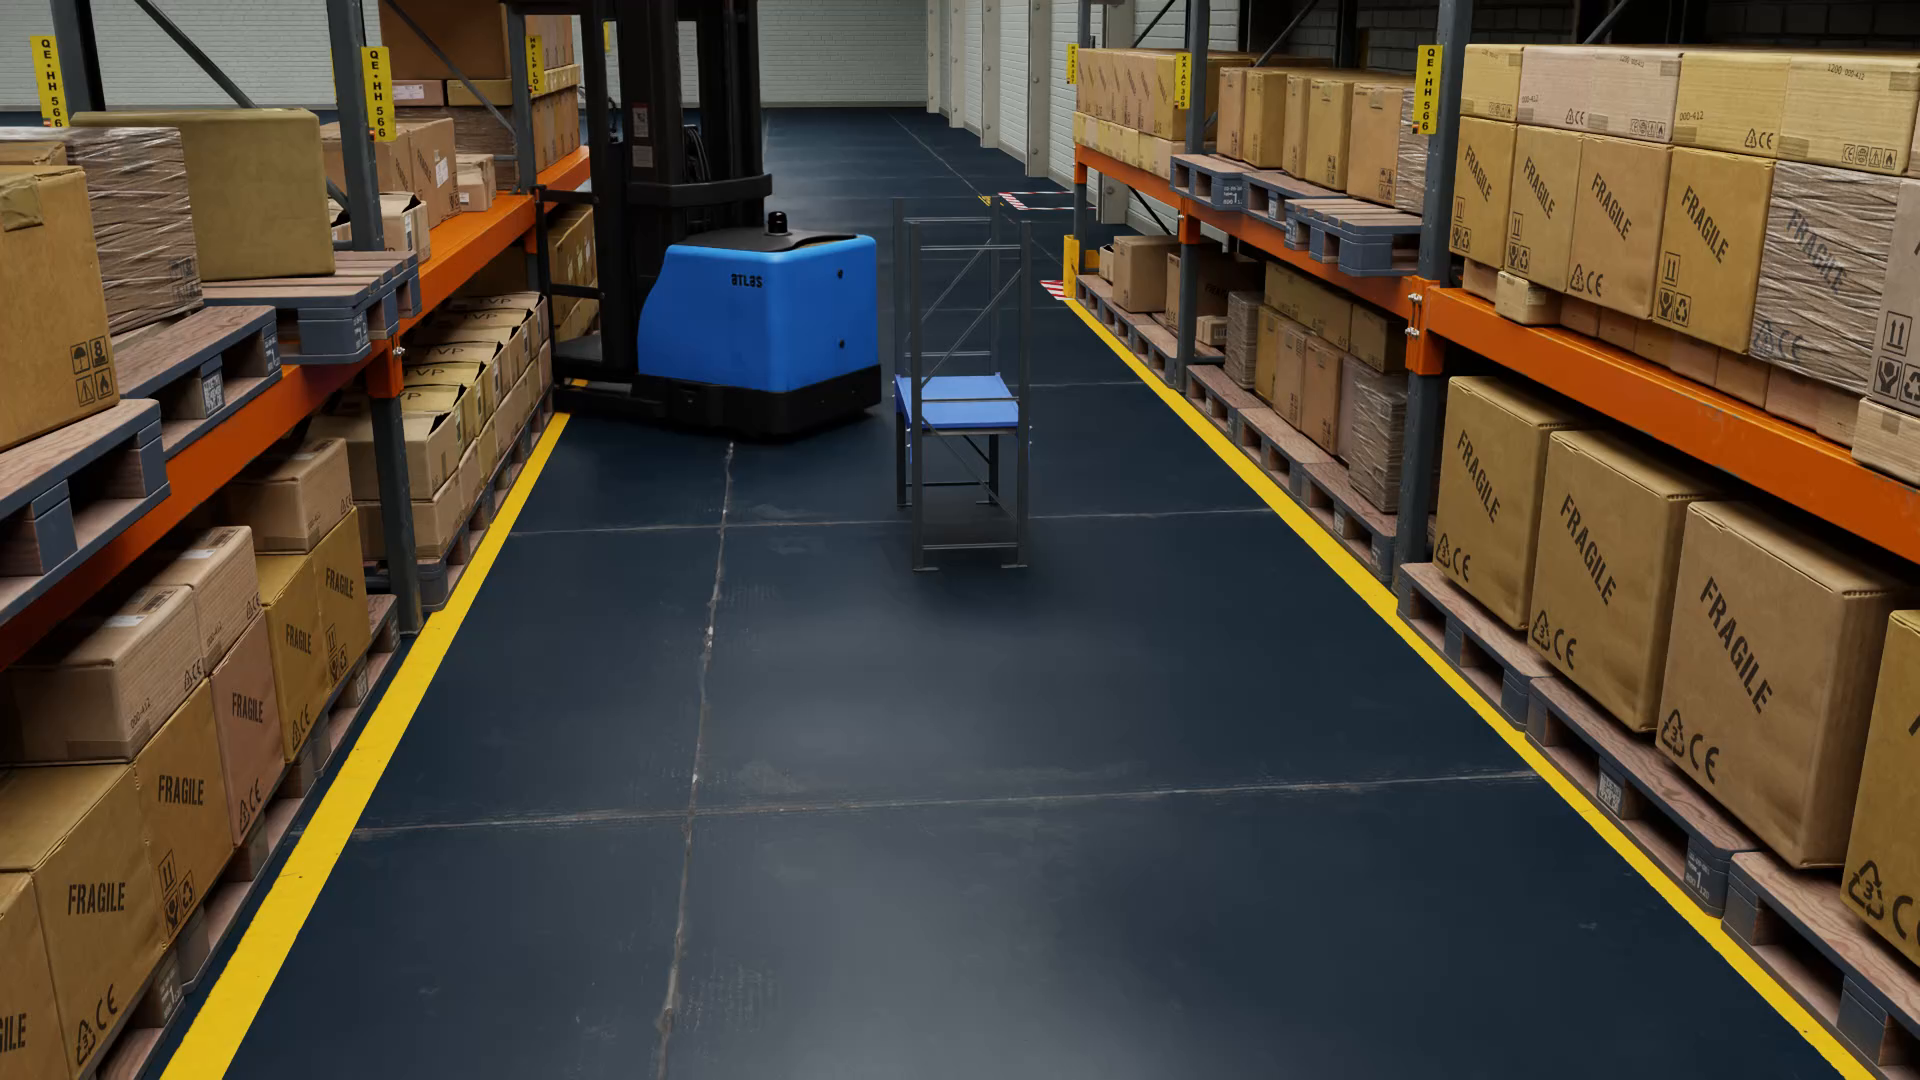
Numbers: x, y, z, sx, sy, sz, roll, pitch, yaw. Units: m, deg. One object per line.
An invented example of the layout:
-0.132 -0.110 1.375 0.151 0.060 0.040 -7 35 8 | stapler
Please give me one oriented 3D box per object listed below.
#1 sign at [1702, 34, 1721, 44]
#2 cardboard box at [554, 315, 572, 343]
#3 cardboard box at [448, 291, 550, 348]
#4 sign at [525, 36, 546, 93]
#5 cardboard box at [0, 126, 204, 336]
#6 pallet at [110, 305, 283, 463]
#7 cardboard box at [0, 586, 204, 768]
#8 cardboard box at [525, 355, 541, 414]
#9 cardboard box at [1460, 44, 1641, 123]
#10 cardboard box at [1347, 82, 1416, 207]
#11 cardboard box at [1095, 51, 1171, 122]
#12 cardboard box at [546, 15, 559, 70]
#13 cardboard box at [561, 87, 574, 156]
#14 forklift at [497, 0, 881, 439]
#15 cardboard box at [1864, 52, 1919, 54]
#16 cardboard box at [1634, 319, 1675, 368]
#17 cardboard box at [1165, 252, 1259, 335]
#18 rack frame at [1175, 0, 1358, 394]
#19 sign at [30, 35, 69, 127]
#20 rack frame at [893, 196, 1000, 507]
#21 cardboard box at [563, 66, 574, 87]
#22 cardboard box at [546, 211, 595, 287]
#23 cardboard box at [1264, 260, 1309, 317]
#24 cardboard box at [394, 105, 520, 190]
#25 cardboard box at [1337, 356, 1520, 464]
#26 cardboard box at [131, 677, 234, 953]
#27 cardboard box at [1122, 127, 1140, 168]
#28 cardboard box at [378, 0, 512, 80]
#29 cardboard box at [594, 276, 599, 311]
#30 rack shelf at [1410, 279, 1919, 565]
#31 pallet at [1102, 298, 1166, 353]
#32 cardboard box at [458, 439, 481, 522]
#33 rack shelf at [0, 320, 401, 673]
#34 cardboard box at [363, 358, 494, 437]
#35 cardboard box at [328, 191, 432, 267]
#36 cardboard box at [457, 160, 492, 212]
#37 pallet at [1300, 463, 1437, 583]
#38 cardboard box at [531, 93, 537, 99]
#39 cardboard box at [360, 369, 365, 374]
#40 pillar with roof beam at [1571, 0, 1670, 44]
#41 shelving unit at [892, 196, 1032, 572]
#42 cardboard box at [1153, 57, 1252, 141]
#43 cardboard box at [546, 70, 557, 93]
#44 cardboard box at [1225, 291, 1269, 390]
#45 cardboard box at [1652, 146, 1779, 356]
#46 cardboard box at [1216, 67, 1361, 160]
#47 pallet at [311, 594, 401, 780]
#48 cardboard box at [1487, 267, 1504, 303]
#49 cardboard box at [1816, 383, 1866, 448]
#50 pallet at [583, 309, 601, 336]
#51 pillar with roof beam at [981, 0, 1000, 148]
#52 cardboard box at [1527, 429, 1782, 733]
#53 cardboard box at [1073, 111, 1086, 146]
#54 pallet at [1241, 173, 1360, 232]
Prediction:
2.864 -1.781 6.409 0.100 0.325 0.005 -2 18 -6 | sign
-2.773 -1.284 10.648 0.500 0.250 0.500 -2 18 -6 | cardboard box
-2.700 -1.292 9.738 0.500 0.311 0.500 -2 18 -6 | cardboard box
-2.488 -2.782 9.730 0.100 0.325 0.005 -2 18 -6 | sign
-2.533 -0.842 4.482 0.700 0.500 0.500 1 17 5 | cardboard box
-2.409 -0.385 4.217 1.003 0.211 1.213 -2 18 -6 | pallet
-2.113 0.311 3.865 0.500 0.250 0.500 -2 18 -6 | cardboard box
-2.645 -0.871 9.333 0.500 0.250 0.500 -2 18 -6 | cardboard box
2.106 -1.615 5.866 0.500 0.250 0.500 -1 17 -4 | cardboard box
2.169 -1.773 7.416 0.700 0.500 0.500 -3 18 -11 | cardboard box
1.326 -3.436 12.580 0.500 0.500 0.500 -2 18 -7 | cardboard box
-3.286 -3.644 11.945 0.700 0.500 0.500 -2 18 -5 | cardboard box
-3.345 -3.191 12.668 0.700 0.500 0.500 -1 17 -4 | cardboard box
-2.006 -2.280 10.047 3.031 2.935 1.130 10 20 30 | forklift
2.770 -1.181 4.482 0.500 0.250 0.500 -2 18 -7 | cardboard box
2.276 -0.612 5.005 0.380 0.149 0.250 -2 17 -5 | cardboard box
1.753 -1.727 11.610 0.500 0.500 0.500 -3 18 -10 | cardboard box
1.900 -2.402 10.320 1.000 3.000 0.127 -2 18 -6 | rack frame
-3.166 -1.590 5.802 0.100 0.325 0.005 -2 18 -6 | sign
-0.061 -0.892 8.016 0.500 1.500 0.032 -2 18 -6 | rack frame
-3.156 -3.535 12.678 0.380 0.149 0.250 -2 18 -6 | cardboard box
-2.920 -2.089 11.960 0.500 0.500 0.500 -2 18 -6 | cardboard box
2.041 -1.427 9.402 0.500 0.250 0.500 -2 18 -7 | cardboard box
-3.079 -2.428 10.235 0.700 0.500 0.500 -2 18 -7 | cardboard box
2.249 -0.598 8.011 0.700 0.500 0.500 -2 18 -6 | cardboard box
-2.120 0.659 4.009 0.500 0.500 0.500 -2 17 -5 | cardboard box
1.439 -2.770 11.709 0.500 0.250 0.500 -2 18 -6 | cardboard box
-3.079 -3.047 10.040 0.700 0.500 0.500 -2 18 -5 | cardboard box
-2.974 -1.880 12.547 0.500 0.250 0.500 -2 18 -6 | cardboard box
2.519 -0.271 4.734 1.077 0.370 4.000 -2 18 -6 | rack shelf
1.666 -1.635 12.532 1.003 0.211 1.213 -2 18 -6 | pallet
-2.429 -0.259 7.385 0.500 0.250 0.500 -2 18 -7 | cardboard box
-2.408 -0.117 4.243 1.077 0.370 4.000 -2 18 -6 | rack shelf
-2.489 -0.686 7.806 0.500 0.311 0.500 -2 18 -7 | cardboard box
-2.514 -1.286 6.914 0.500 0.311 0.500 -2 18 -6 | cardboard box
-2.754 -1.927 9.033 0.396 0.266 0.258 -2 18 -7 | cardboard box
2.233 -0.113 7.684 1.003 0.211 1.213 -2 18 -6 | pallet
-2.945 -2.921 10.723 0.380 0.149 0.250 -2 18 -6 | cardboard box
-3.072 -0.815 8.219 0.500 0.311 0.500 -1 17 -4 | cardboard box
-1.243 -4.354 6.521 9.100 9.000 0.400 -2 18 -6 | pillar with roof beam
-0.009 -0.741 7.533 0.538 1.500 1.048 -2 18 -6 | shelving unit
1.544 -2.829 10.646 0.500 0.500 0.500 -2 18 -6 | cardboard box
-3.049 -3.227 11.697 0.380 0.149 0.250 -2 18 -6 | cardboard box
1.992 -1.200 9.932 0.700 0.500 0.500 -1 17 -4 | cardboard box
2.264 -0.798 4.513 0.500 0.500 0.500 -1 17 -4 | cardboard box
1.918 -2.507 9.753 0.700 0.500 0.500 -2 18 -5 | cardboard box
-2.575 0.498 5.739 1.003 0.211 1.213 -2 18 -6 | pallet
2.133 -0.919 5.984 0.380 0.149 0.250 -2 17 -5 | cardboard box
2.332 -0.305 4.027 0.380 0.149 0.250 -2 18 -6 | cardboard box
-3.196 -1.520 12.166 1.003 0.211 1.213 -2 18 -6 | pallet
-3.719 -11.504 29.297 9.100 9.000 0.400 -2 18 -6 | pillar with roof beam
2.342 0.099 5.241 0.750 0.750 0.750 -2 18 -6 | cardboard box
1.222 -3.377 13.641 0.500 0.250 0.500 -2 18 -7 | cardboard box
2.068 -1.707 8.427 1.003 0.211 1.213 -2 18 -6 | pallet
